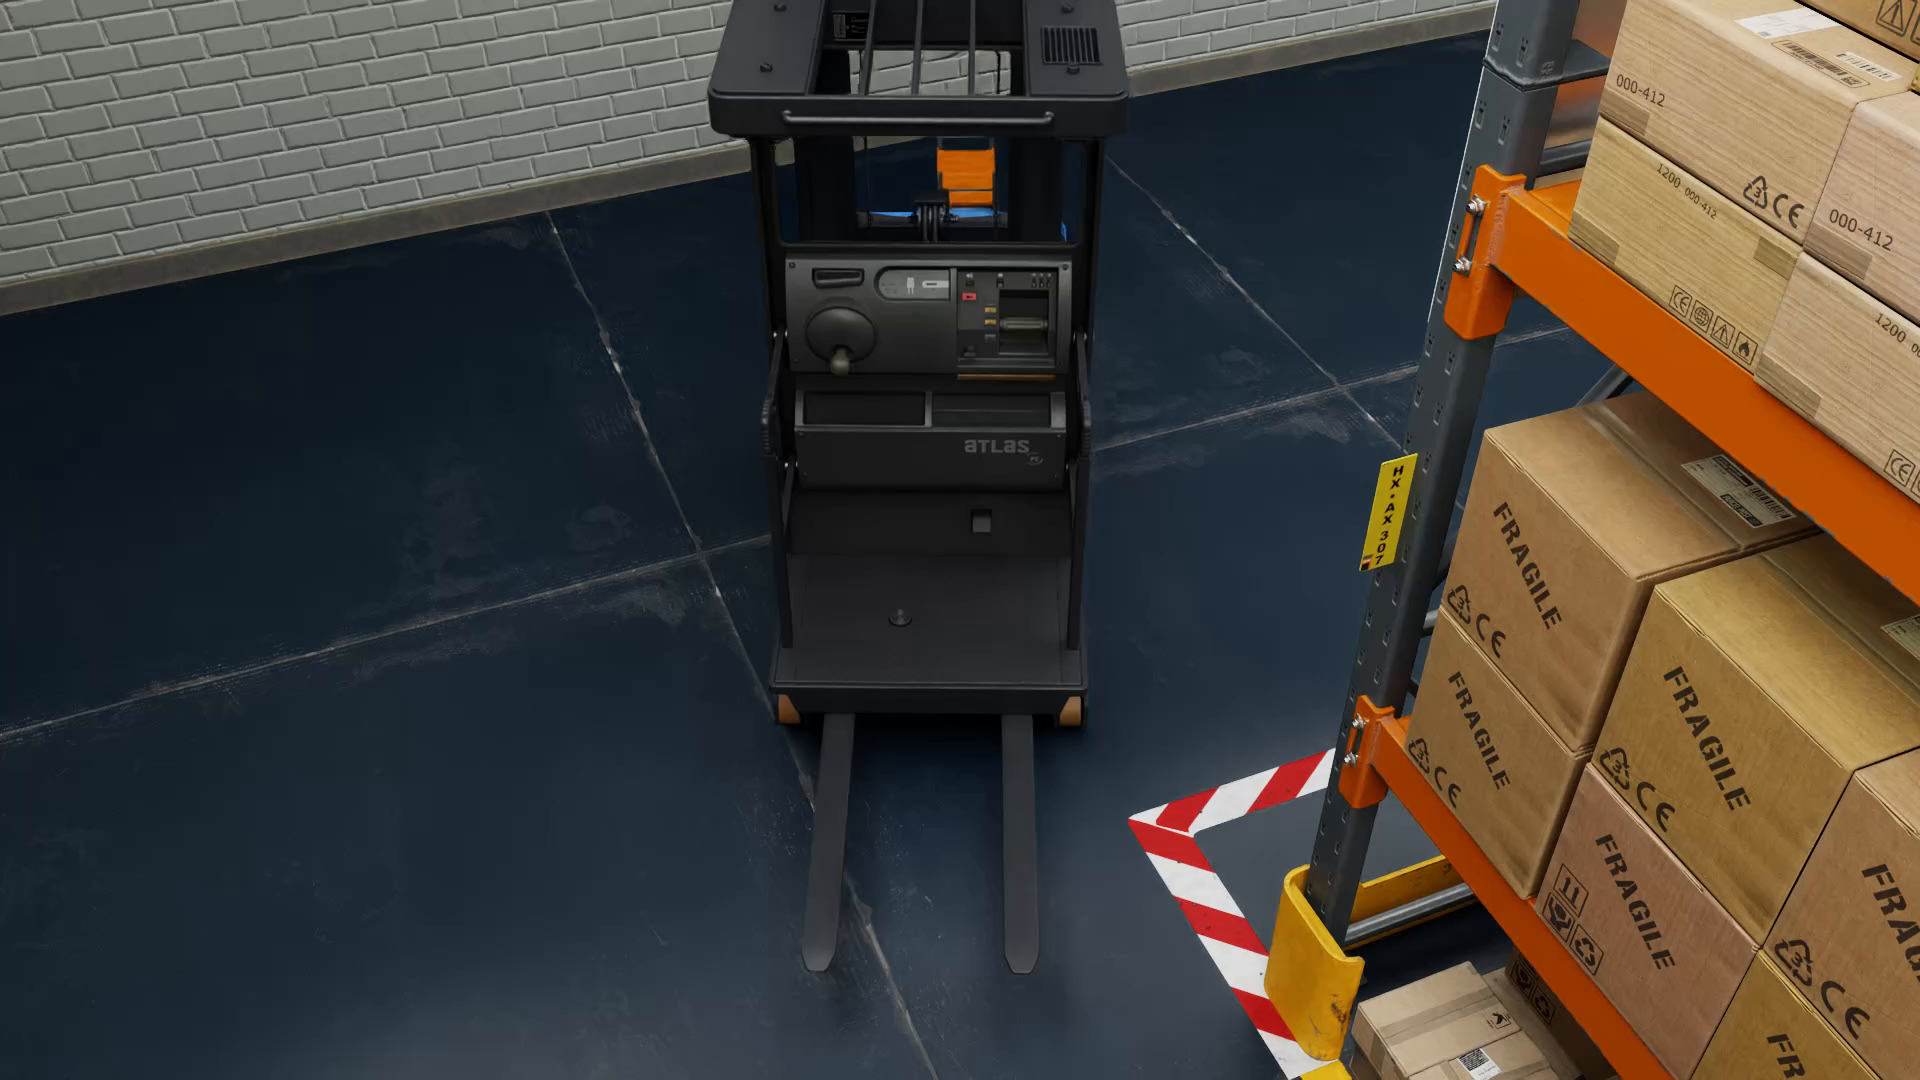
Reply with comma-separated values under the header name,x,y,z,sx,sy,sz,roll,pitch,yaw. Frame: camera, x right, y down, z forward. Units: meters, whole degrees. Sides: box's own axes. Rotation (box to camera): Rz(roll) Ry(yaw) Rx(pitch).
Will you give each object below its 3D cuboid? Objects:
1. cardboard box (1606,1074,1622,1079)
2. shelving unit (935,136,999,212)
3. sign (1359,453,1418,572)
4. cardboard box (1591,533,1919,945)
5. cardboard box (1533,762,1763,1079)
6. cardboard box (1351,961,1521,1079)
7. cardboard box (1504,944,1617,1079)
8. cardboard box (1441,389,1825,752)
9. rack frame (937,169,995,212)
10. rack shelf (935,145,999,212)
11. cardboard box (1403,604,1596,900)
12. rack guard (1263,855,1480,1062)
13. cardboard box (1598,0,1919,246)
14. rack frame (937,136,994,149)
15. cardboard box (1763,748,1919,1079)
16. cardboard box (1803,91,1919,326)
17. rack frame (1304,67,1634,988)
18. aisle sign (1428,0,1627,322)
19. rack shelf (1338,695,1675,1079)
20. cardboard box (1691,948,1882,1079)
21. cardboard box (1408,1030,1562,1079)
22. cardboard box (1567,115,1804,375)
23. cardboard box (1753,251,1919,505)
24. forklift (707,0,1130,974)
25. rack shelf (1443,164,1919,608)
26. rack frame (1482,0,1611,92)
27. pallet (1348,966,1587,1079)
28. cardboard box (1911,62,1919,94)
name,x,y,z,sx,sy,sz,roll,pitch,yaw
cardboard box,1.633,1.707,4.235,0.500,0.250,0.500,-15,43,-17
shelving unit,0.027,-1.164,7.177,0.258,1.200,0.503,-1,40,-1
sign,0.995,-0.061,3.856,0.100,0.325,0.005,-15,43,-17
cardboard box,1.629,0.361,3.186,0.500,0.500,0.500,-15,43,-16
cardboard box,1.625,0.737,3.516,0.500,0.500,0.500,-16,43,-17
cardboard box,1.339,1.384,4.689,0.380,0.149,0.250,-15,43,-17
cardboard box,1.932,1.179,4.658,0.500,0.500,0.500,-15,43,-17
cardboard box,1.422,0.048,3.550,0.500,0.500,0.500,-14,43,-16
rack frame,0.030,-1.007,6.990,0.240,1.200,0.015,-1,40,-1
rack shelf,0.027,-1.465,6.925,0.258,0.148,0.480,-1,40,-1
cardboard box,1.422,0.427,3.876,0.500,0.500,0.500,-14,43,-16
rack guard,1.525,1.126,5.057,1.175,0.500,0.348,-15,43,-17
cardboard box,1.452,-0.763,2.768,0.500,0.250,0.500,-15,43,-17
rack frame,0.024,-1.320,7.365,0.240,1.200,0.015,-1,40,-1
cardboard box,1.816,0.664,2.834,0.500,0.500,0.500,-15,43,-16
cardboard box,1.637,-0.460,2.416,0.500,0.250,0.500,-15,43,-17
rack frame,1.496,0.132,4.296,1.000,3.000,0.127,-15,43,-17
aisle sign,1.199,-0.821,3.411,0.394,0.787,0.004,-15,43,-17
rack shelf,2.261,1.610,3.129,1.077,0.370,4.000,-15,43,-17
cardboard box,1.814,1.040,3.163,0.500,0.500,0.500,-15,43,-17
cardboard box,1.434,1.528,4.508,0.380,0.166,0.250,-15,43,-17
cardboard box,1.458,-0.575,2.933,0.500,0.250,0.500,-15,43,-17
cardboard box,1.637,-0.271,2.579,0.500,0.250,0.500,-15,43,-17
forklift,-0.102,-0.651,5.259,1.130,2.935,3.031,0,41,1
rack shelf,2.261,0.472,2.151,1.077,0.370,4.000,-15,43,-17
rack frame,1.496,-2.142,2.340,1.000,3.000,0.127,-15,43,-17
pallet,1.831,1.715,4.594,1.003,0.211,1.213,-15,43,-17
cardboard box,1.821,-0.794,2.229,0.700,0.500,0.500,-15,43,-17
